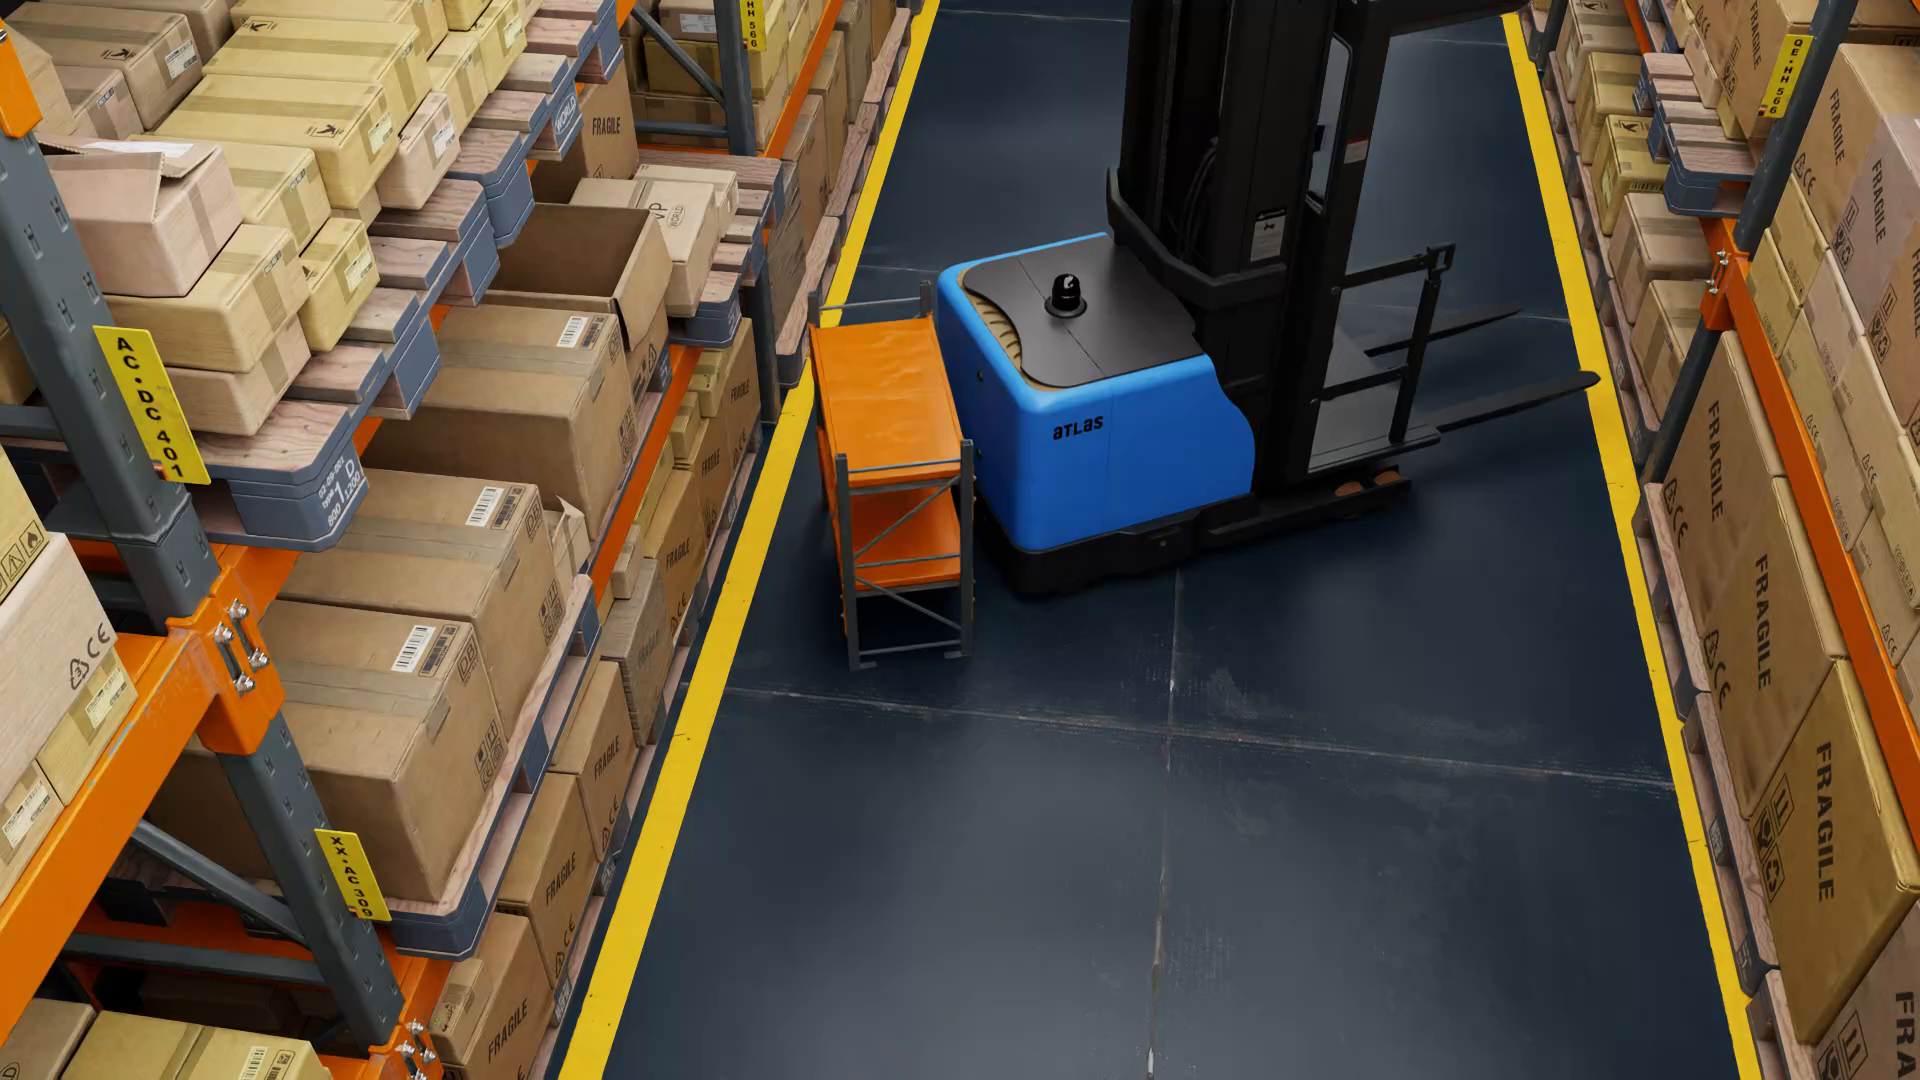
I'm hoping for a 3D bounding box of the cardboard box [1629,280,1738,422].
[{"bbox_3d":[3.652,-0.846,7.590,0.950,0.372,0.625,3,43,3],"label":"cardboard box"}]

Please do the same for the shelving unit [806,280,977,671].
[{"bbox_3d":[-0.284,-0.263,6.732,0.538,1.125,1.048,-7,44,-7],"label":"shelving unit"}]

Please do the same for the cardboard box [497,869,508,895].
[{"bbox_3d":[-1.588,0.941,5.137,0.380,0.149,0.250,3,44,3],"label":"cardboard box"}]

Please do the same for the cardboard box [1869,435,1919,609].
[{"bbox_3d":[3.028,-0.033,4.871,0.500,0.250,0.500,6,44,6],"label":"cardboard box"}]

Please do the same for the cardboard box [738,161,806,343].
[{"bbox_3d":[-1.257,-1.427,8.019,0.875,0.625,0.625,7,44,7],"label":"cardboard box"}]

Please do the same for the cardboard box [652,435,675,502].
[{"bbox_3d":[-1.331,-0.293,6.441,0.380,0.149,0.250,6,44,7],"label":"cardboard box"}]

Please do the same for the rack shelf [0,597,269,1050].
[{"bbox_3d":[-2.146,1.549,1.797,1.077,0.370,4.000,5,44,6],"label":"rack shelf"}]

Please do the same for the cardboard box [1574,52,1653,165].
[{"bbox_3d":[3.938,-2.340,9.168,0.950,0.372,0.625,8,44,8],"label":"cardboard box"}]

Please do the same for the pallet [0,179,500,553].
[{"bbox_3d":[-1.726,-0.446,3.516,1.213,0.211,1.003,5,44,6],"label":"pallet"}]

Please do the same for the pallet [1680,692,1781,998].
[{"bbox_3d":[3.225,1.108,5.948,1.003,0.211,1.213,5,44,6],"label":"pallet"}]

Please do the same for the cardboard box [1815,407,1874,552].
[{"bbox_3d":[3.128,-0.190,5.401,0.500,0.250,0.500,7,44,7],"label":"cardboard box"}]

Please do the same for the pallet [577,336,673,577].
[{"bbox_3d":[-1.605,-0.317,5.565,1.003,0.211,1.213,5,44,6],"label":"pallet"}]

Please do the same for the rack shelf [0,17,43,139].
[{"bbox_3d":[-1.617,-2.121,3.782,1.077,0.370,4.000,5,44,6],"label":"rack shelf"}]

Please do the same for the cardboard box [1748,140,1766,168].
[{"bbox_3d":[3.378,-1.570,6.626,0.380,0.149,0.250,7,44,7],"label":"cardboard box"}]

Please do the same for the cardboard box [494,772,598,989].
[{"bbox_3d":[-1.534,1.096,5.446,0.500,0.500,0.500,5,44,5],"label":"cardboard box"}]

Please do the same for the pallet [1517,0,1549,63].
[{"bbox_3d":[4.150,-3.438,10.750,1.003,0.211,1.213,5,44,6],"label":"pallet"}]

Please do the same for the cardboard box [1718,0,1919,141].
[{"bbox_3d":[3.352,-1.896,6.498,0.500,0.500,0.500,4,44,4],"label":"cardboard box"}]

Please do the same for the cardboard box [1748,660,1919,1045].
[{"bbox_3d":[3.153,1.035,5.237,0.875,0.875,0.875,6,44,7],"label":"cardboard box"}]

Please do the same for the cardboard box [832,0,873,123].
[{"bbox_3d":[-0.992,-2.844,9.516,0.875,0.625,0.625,5,44,5],"label":"cardboard box"}]

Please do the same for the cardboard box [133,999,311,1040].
[{"bbox_3d":[-2.110,1.407,5.117,0.500,0.500,0.500,5,44,5],"label":"cardboard box"}]

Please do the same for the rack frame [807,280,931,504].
[{"bbox_3d":[-0.367,-0.608,7.096,0.500,1.125,0.032,-7,44,-7],"label":"rack frame"}]

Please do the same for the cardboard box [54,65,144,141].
[{"bbox_3d":[-1.921,-0.845,3.389,0.380,0.149,0.250,4,44,5],"label":"cardboard box"}]

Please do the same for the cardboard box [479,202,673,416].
[{"bbox_3d":[-1.385,-0.773,5.527,0.797,0.503,0.637,4,44,5],"label":"cardboard box"}]

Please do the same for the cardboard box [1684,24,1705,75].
[{"bbox_3d":[3.372,-2.106,7.192,0.380,0.149,0.250,3,44,4],"label":"cardboard box"}]

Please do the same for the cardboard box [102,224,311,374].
[{"bbox_3d":[-1.407,-0.445,2.967,0.380,0.149,0.250,6,44,7],"label":"cardboard box"}]

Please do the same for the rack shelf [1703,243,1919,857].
[{"bbox_3d":[3.303,0.360,5.233,1.077,0.370,4.000,5,44,6],"label":"rack shelf"}]

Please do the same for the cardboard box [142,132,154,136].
[{"bbox_3d":[-1.877,-0.739,3.494,0.380,0.149,0.250,4,44,4],"label":"cardboard box"}]

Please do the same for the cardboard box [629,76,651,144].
[{"bbox_3d":[-1.547,-1.988,7.299,0.500,0.250,0.500,4,44,5],"label":"cardboard box"}]

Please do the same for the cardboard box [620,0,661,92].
[{"bbox_3d":[-1.569,-2.171,7.129,0.500,0.250,0.500,6,44,6],"label":"cardboard box"}]

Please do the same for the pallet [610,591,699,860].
[{"bbox_3d":[-1.653,0.635,6.449,1.003,0.211,1.213,5,44,6],"label":"pallet"}]

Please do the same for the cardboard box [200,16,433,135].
[{"bbox_3d":[-1.359,-0.980,3.532,0.380,0.149,0.250,5,44,5],"label":"cardboard box"}]

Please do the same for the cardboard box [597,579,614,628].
[{"bbox_3d":[-1.453,0.231,5.888,0.380,0.149,0.250,5,44,6],"label":"cardboard box"}]

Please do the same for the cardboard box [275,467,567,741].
[{"bbox_3d":[-1.527,0.162,4.541,0.700,0.500,0.500,6,44,6],"label":"cardboard box"}]

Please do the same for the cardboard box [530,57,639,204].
[{"bbox_3d":[-1.576,-1.565,6.365,0.500,0.500,0.500,7,44,7],"label":"cardboard box"}]

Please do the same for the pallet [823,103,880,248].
[{"bbox_3d":[-1.042,-2.087,9.322,1.003,0.211,1.213,5,44,6],"label":"pallet"}]

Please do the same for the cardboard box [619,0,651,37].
[{"bbox_3d":[-1.510,-2.224,6.895,0.380,0.149,0.250,7,44,7],"label":"cardboard box"}]

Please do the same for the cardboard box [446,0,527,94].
[{"bbox_3d":[-1.273,-1.209,3.991,0.380,0.149,0.250,6,44,7],"label":"cardboard box"}]

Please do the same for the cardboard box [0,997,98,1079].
[{"bbox_3d":[-2.215,1.273,3.639,0.500,0.250,0.500,5,44,5],"label":"cardboard box"}]

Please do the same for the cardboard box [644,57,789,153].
[{"bbox_3d":[-1.052,-1.938,7.247,0.500,0.250,0.500,5,44,6],"label":"cardboard box"}]

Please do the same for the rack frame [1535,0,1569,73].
[{"bbox_3d":[4.097,-3.990,9.304,1.000,3.000,0.127,5,44,6],"label":"rack frame"}]

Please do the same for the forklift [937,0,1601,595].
[{"bbox_3d":[1.459,-1.481,6.705,3.031,2.935,1.130,-15,46,-16],"label":"forklift"}]

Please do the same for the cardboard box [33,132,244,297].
[{"bbox_3d":[-1.496,-0.605,2.835,0.396,0.266,0.258,5,44,5],"label":"cardboard box"}]

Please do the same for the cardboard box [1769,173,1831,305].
[{"bbox_3d":[3.256,-1.068,5.964,0.500,0.250,0.500,5,44,5],"label":"cardboard box"}]

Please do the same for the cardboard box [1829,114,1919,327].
[{"bbox_3d":[3.204,-1.010,5.358,0.500,0.500,0.500,5,44,6],"label":"cardboard box"}]

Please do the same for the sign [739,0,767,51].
[{"bbox_3d":[-0.814,-2.061,6.483,0.100,0.325,0.005,5,44,6],"label":"sign"}]

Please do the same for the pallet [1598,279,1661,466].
[{"bbox_3d":[3.673,-0.784,7.946,1.003,0.211,1.213,5,44,6],"label":"pallet"}]

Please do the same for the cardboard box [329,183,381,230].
[{"bbox_3d":[-1.443,-0.696,3.448,0.380,0.149,0.250,6,44,6],"label":"cardboard box"}]

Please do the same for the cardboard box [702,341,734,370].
[{"bbox_3d":[-1.167,-0.833,7.011,0.380,0.149,0.250,3,44,3],"label":"cardboard box"}]

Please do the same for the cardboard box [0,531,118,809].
[{"bbox_3d":[-1.697,0.222,2.567,0.500,0.250,0.500,5,44,6],"label":"cardboard box"}]

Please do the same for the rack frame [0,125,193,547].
[{"bbox_3d":[-1.882,-1.165,1.957,1.000,3.000,0.127,5,44,6],"label":"rack frame"}]

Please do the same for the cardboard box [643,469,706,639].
[{"bbox_3d":[-1.339,0.047,6.553,0.500,0.500,0.500,7,44,7],"label":"cardboard box"}]
